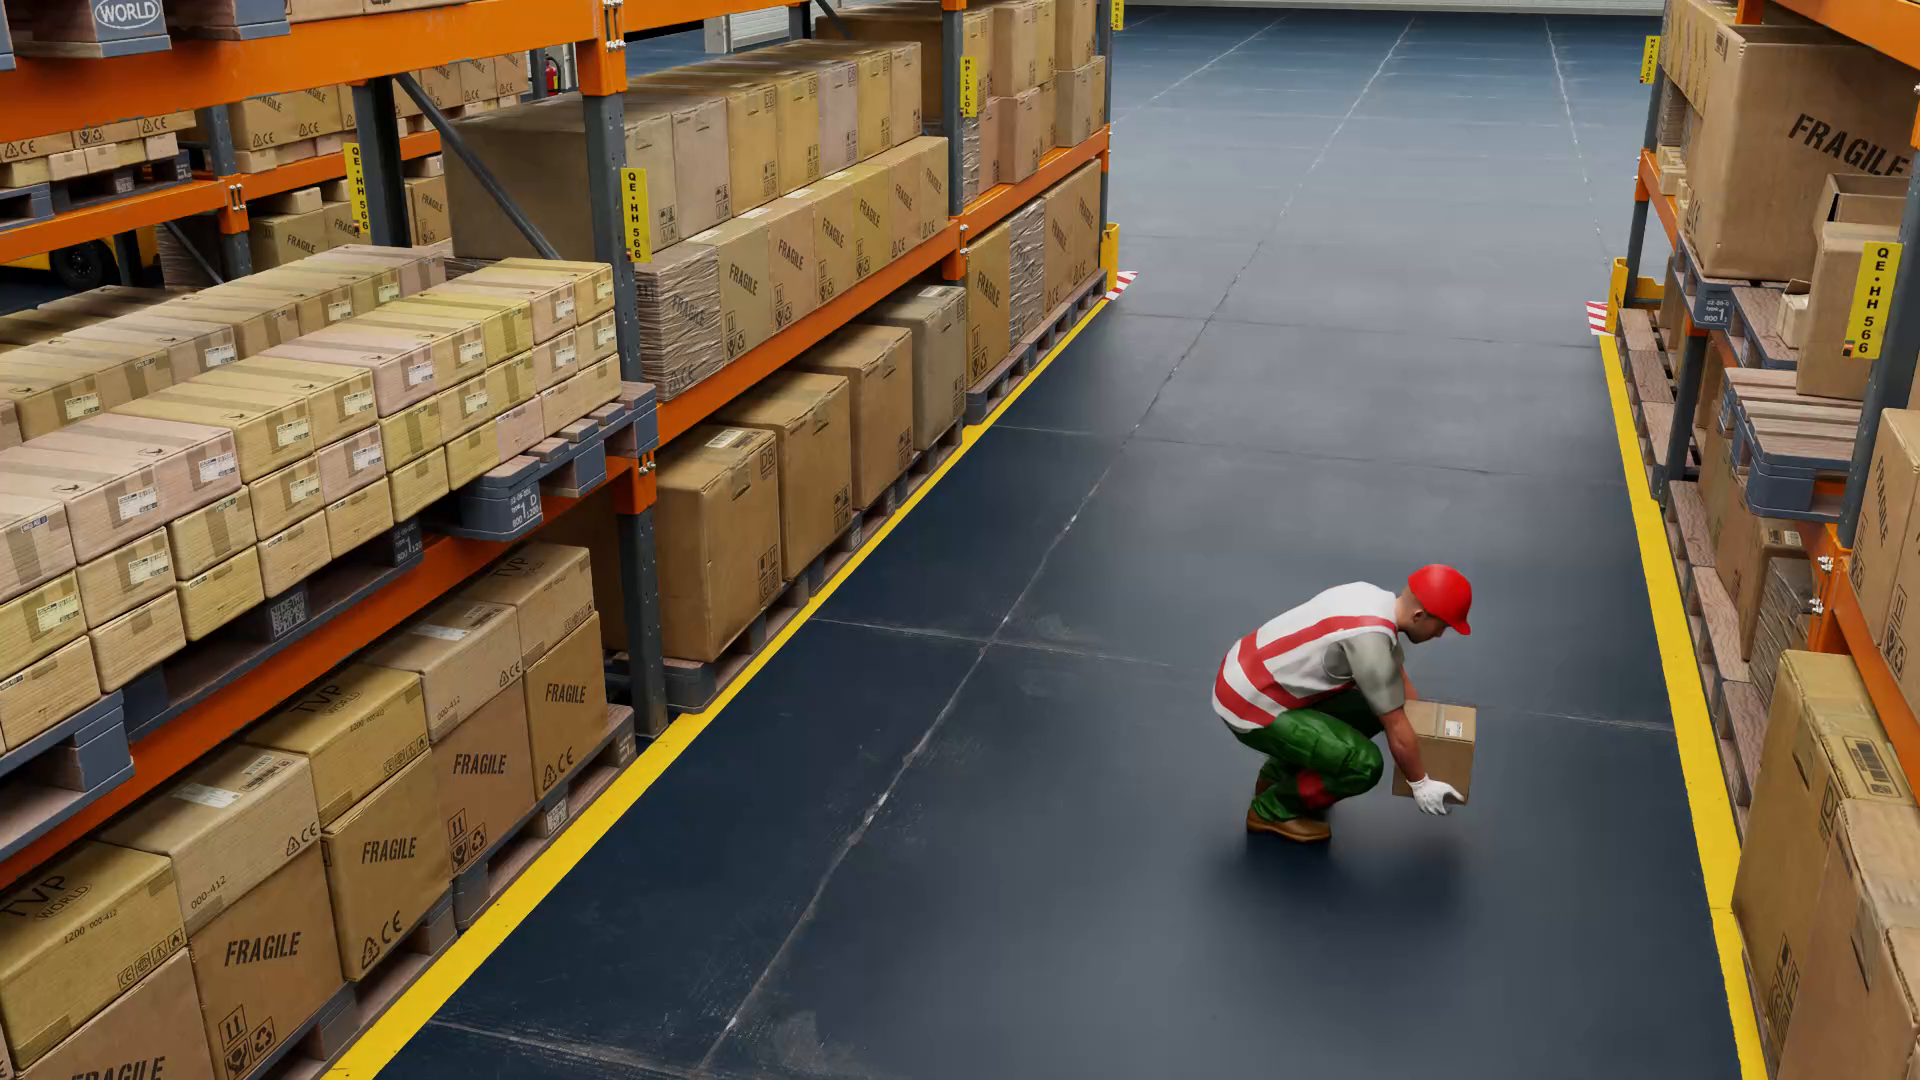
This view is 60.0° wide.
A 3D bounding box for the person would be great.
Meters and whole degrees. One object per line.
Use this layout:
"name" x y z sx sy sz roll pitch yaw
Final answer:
"person" 1.329 0.538 5.784 0.887 1.000 0.547 6 22 15
